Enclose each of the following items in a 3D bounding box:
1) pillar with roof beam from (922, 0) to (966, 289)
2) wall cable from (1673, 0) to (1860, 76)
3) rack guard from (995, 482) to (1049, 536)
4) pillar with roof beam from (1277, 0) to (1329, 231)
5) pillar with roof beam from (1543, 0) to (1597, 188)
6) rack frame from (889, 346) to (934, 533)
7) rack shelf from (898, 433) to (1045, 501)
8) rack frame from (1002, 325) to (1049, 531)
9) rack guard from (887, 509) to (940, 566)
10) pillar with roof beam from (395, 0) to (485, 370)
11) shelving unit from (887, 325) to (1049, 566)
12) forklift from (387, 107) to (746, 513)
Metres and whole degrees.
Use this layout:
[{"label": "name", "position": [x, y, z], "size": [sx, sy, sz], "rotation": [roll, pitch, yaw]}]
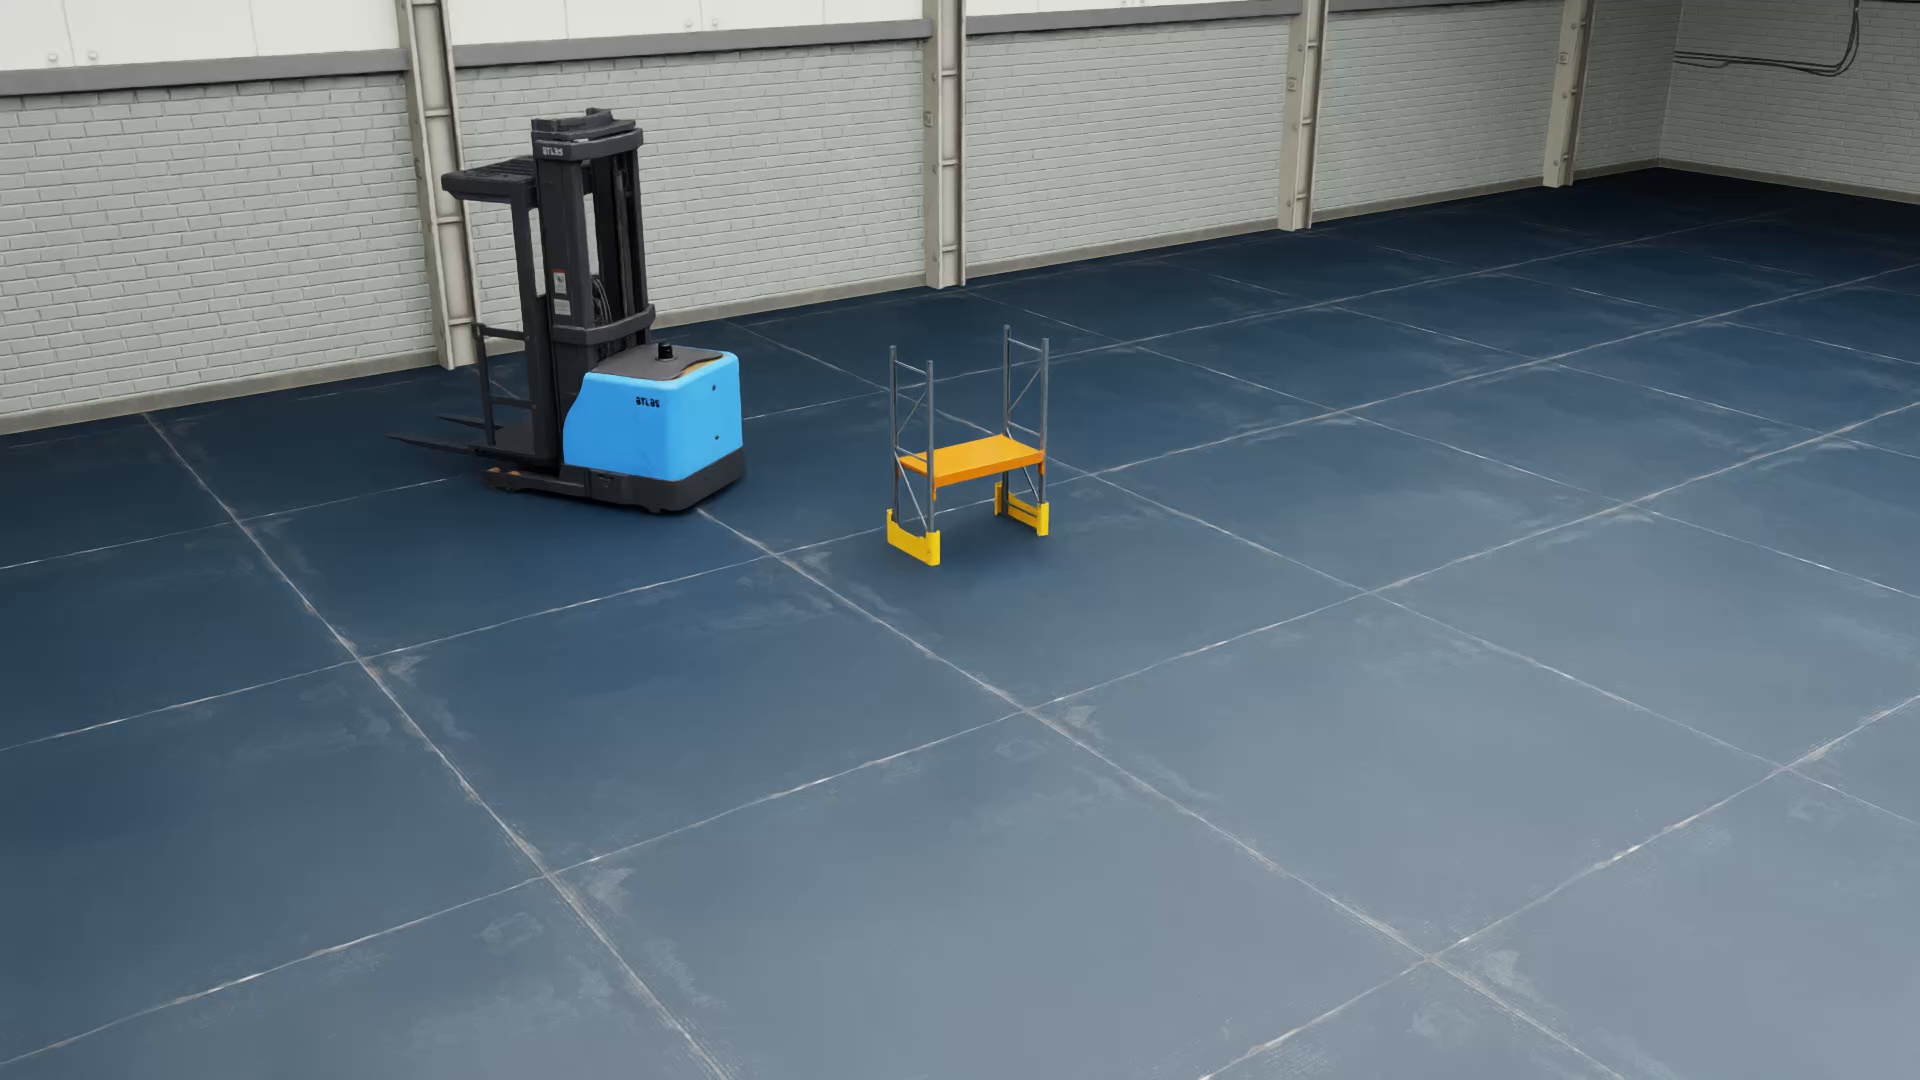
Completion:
[{"label": "pillar with roof beam", "position": [2.334, -5.973, 15.224], "size": [0.400, 9.000, 9.100], "rotation": [-15, 26, -33]}, {"label": "wall cable", "position": [12.725, -8.663, 26.155], "size": [0.112, 2.526, 3.097], "rotation": [-15, 26, -33]}, {"label": "rack guard", "position": [0.466, -0.240, 12.662], "size": [0.087, 0.250, 0.587], "rotation": [-15, 26, -33]}, {"label": "pillar with roof beam", "position": [7.205, -7.272, 18.478], "size": [0.400, 9.000, 9.100], "rotation": [-15, 26, -33]}, {"label": "pillar with roof beam", "position": [12.075, -8.571, 21.733], "size": [0.400, 9.000, 9.100], "rotation": [-15, 26, -33]}, {"label": "rack frame", "position": [-0.343, -0.605, 11.889], "size": [0.032, 1.500, 0.500], "rotation": [-15, 26, -33]}, {"label": "rack shelf", "position": [0.069, -0.548, 12.231], "size": [1.000, 0.185, 0.538], "rotation": [-15, 26, -33]}, {"label": "rack frame", "position": [0.482, -0.825, 12.440], "size": [0.032, 1.500, 0.500], "rotation": [-15, 26, -33]}, {"label": "rack guard", "position": [-0.342, -0.025, 12.121], "size": [0.087, 0.250, 0.587], "rotation": [-15, 26, -33]}, {"label": "pillar with roof beam", "position": [-2.536, -4.675, 11.969], "size": [0.400, 9.000, 9.100], "rotation": [-15, 26, -33]}, {"label": "shelving unit", "position": [0.062, -0.713, 12.160], "size": [1.083, 1.500, 0.587], "rotation": [-15, 26, -33]}, {"label": "forklift", "position": [-3.309, -1.915, 13.240], "size": [3.031, 2.935, 1.130], "rotation": [9, 24, 22]}]
